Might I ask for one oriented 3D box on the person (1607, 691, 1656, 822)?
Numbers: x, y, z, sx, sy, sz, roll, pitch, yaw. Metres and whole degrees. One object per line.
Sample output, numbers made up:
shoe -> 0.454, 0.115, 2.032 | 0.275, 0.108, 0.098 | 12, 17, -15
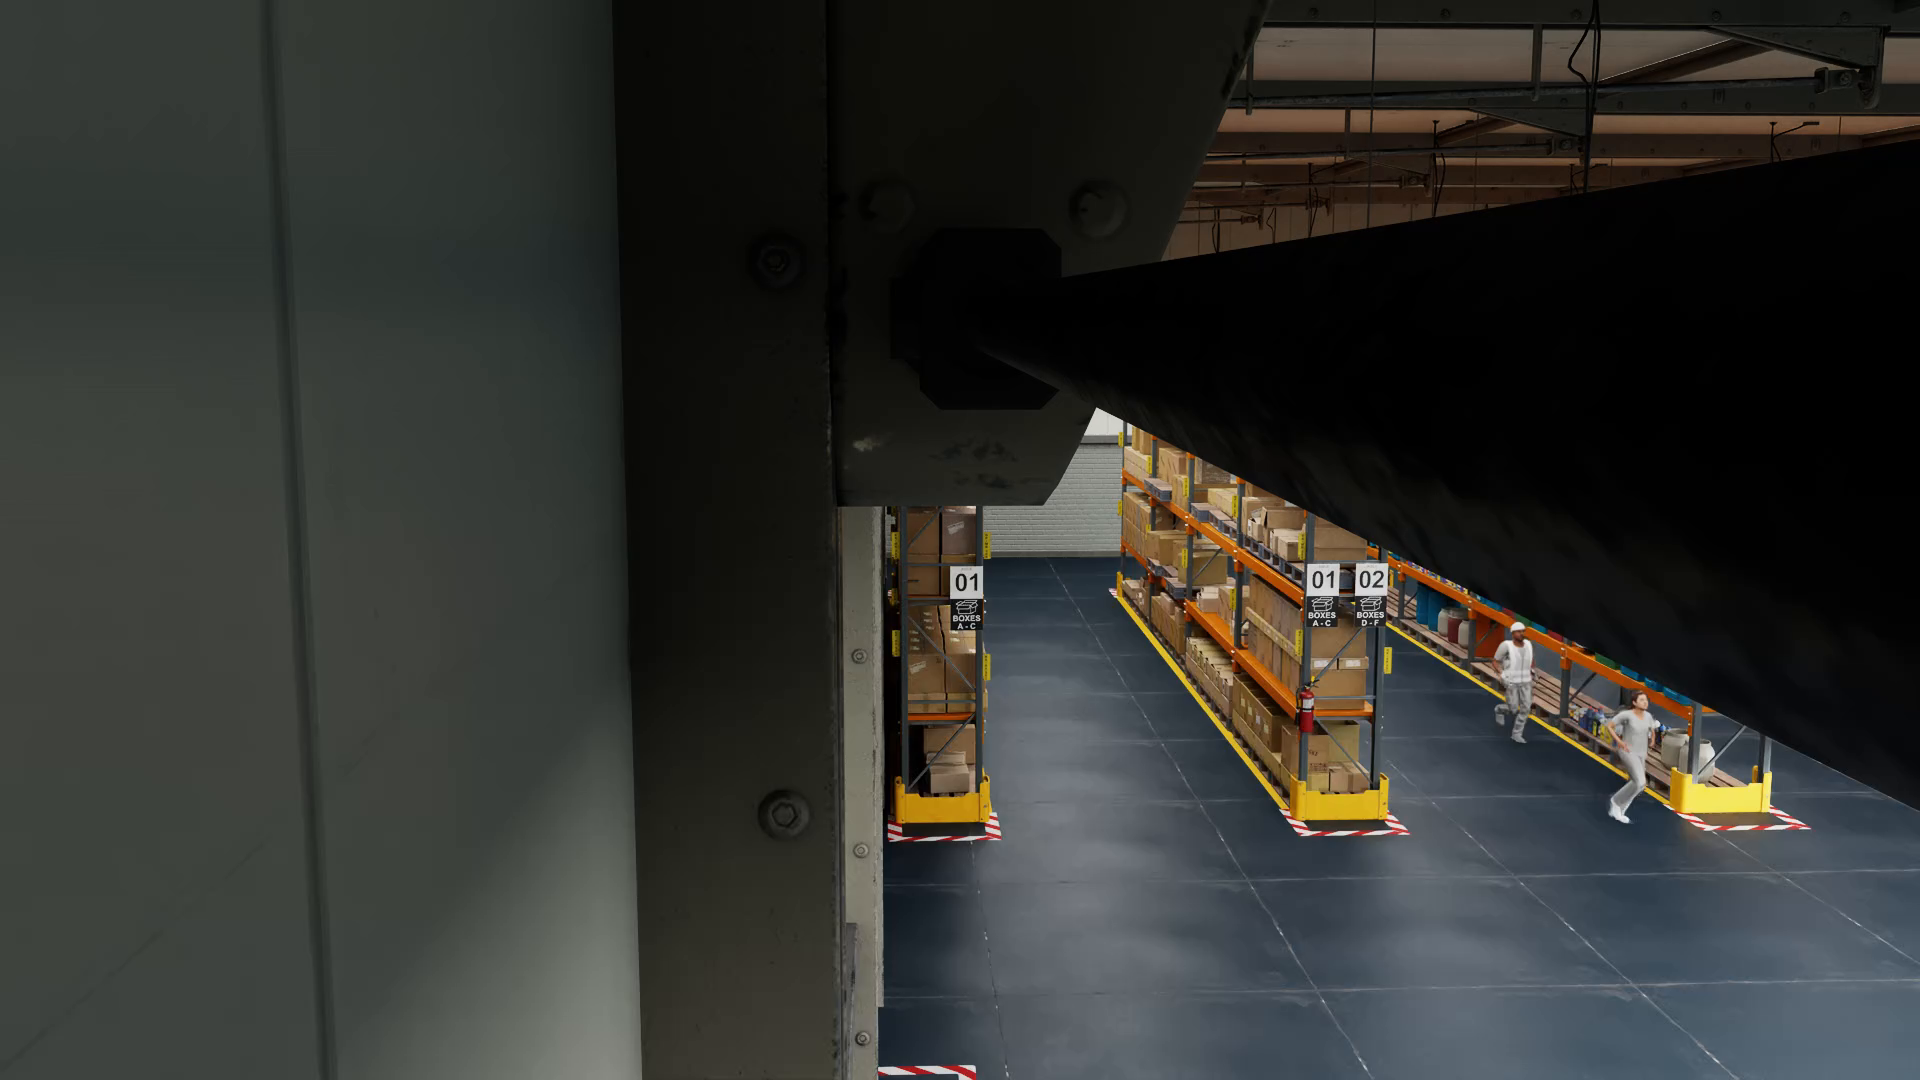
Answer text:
person -> 8.332, 2.671, 20.467 | 0.577, 1.645, 0.529 | -3, 9, -22

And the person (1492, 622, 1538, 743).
person -> 8.138, 2.061, 24.361 | 0.683, 1.743, 0.689 | -1, 8, -10
